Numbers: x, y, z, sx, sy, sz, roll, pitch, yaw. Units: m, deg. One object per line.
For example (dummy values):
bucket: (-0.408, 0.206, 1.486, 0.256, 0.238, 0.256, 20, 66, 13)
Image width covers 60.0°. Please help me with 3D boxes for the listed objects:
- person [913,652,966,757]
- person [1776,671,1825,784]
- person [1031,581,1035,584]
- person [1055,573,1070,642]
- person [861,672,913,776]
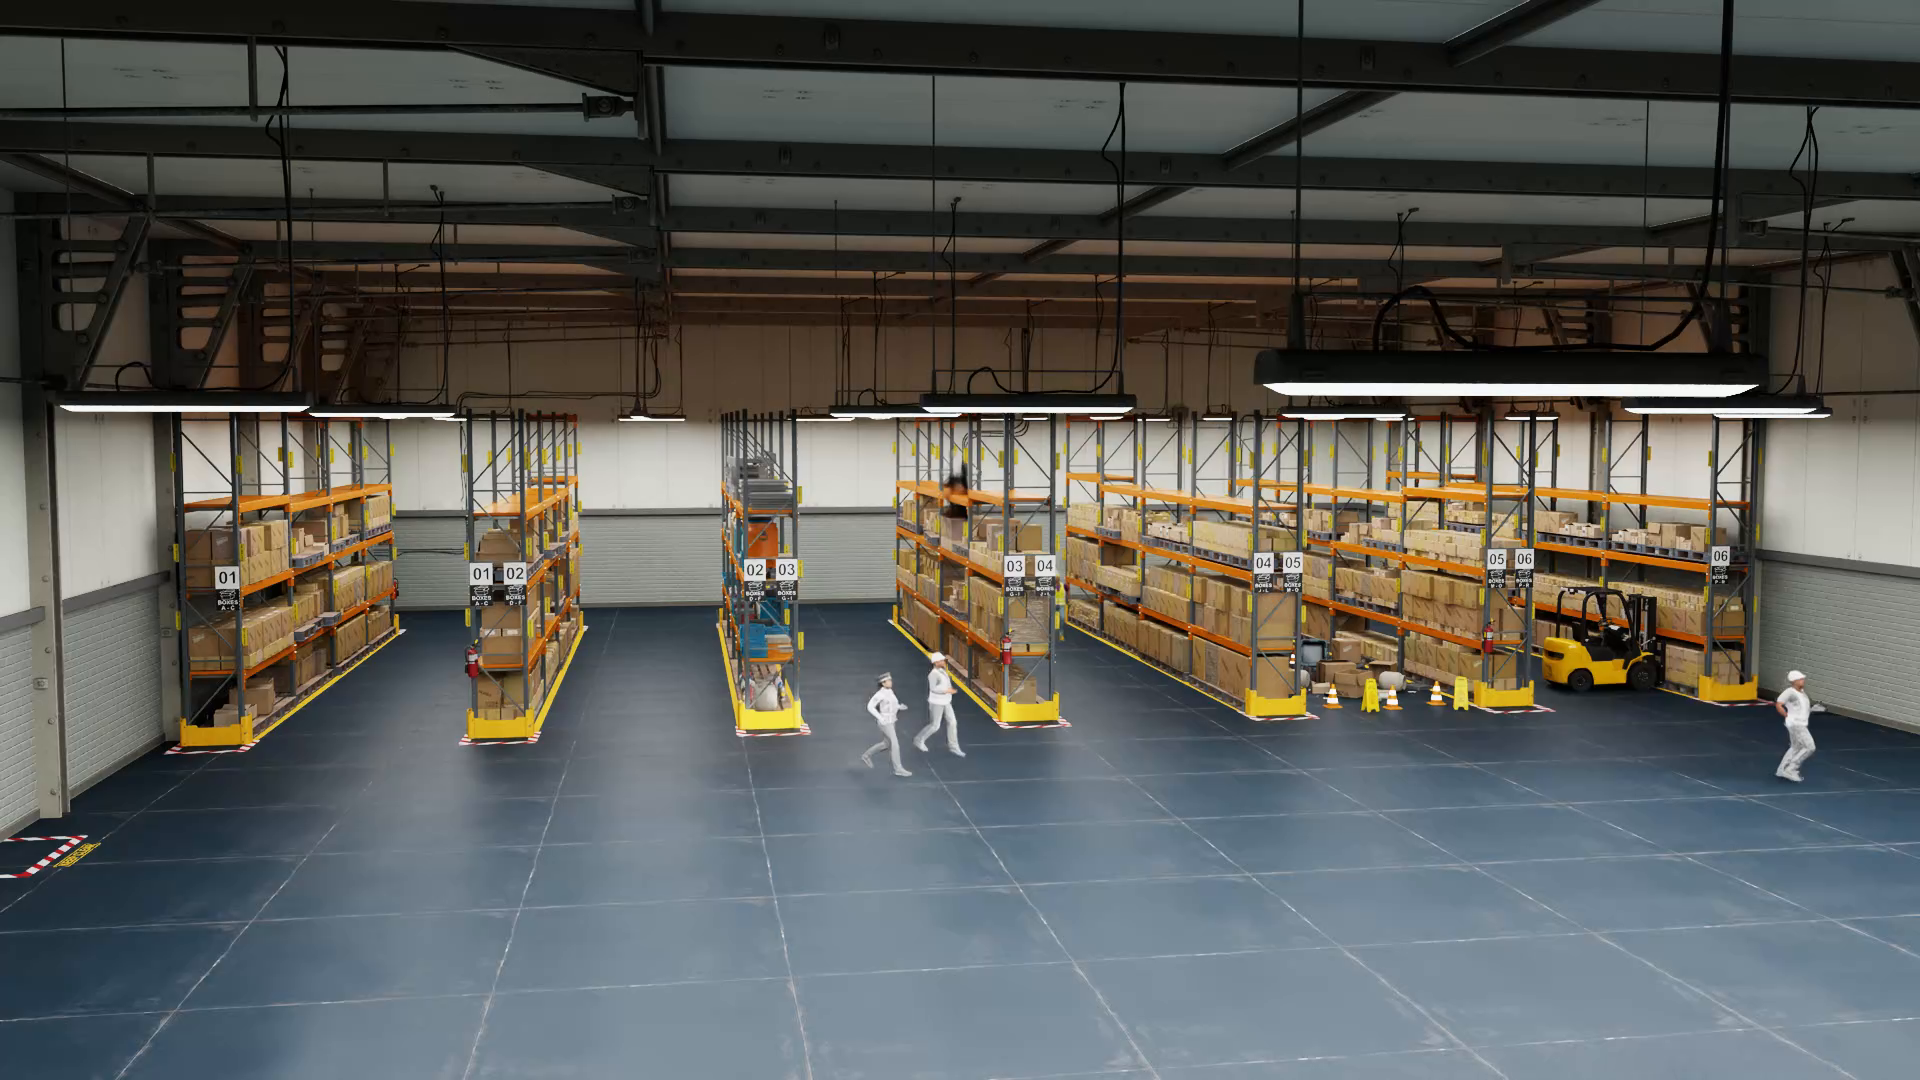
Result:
person: (-0.361, 2.832, 28.717, 0.917, 1.804, 0.668, 2, 4, 22)
person: (13.417, 2.989, 26.550, 0.660, 1.795, 0.660, 3, 5, 35)
person: (1.943, 1.533, 47.714, 0.716, 1.739, 0.598, 0, 4, -5)
person: (2.602, 1.762, 44.223, 0.706, 1.779, 0.944, 0, 4, -5)
person: (-1.197, 2.976, 27.037, 0.910, 1.672, 0.618, 1, 4, 18)
